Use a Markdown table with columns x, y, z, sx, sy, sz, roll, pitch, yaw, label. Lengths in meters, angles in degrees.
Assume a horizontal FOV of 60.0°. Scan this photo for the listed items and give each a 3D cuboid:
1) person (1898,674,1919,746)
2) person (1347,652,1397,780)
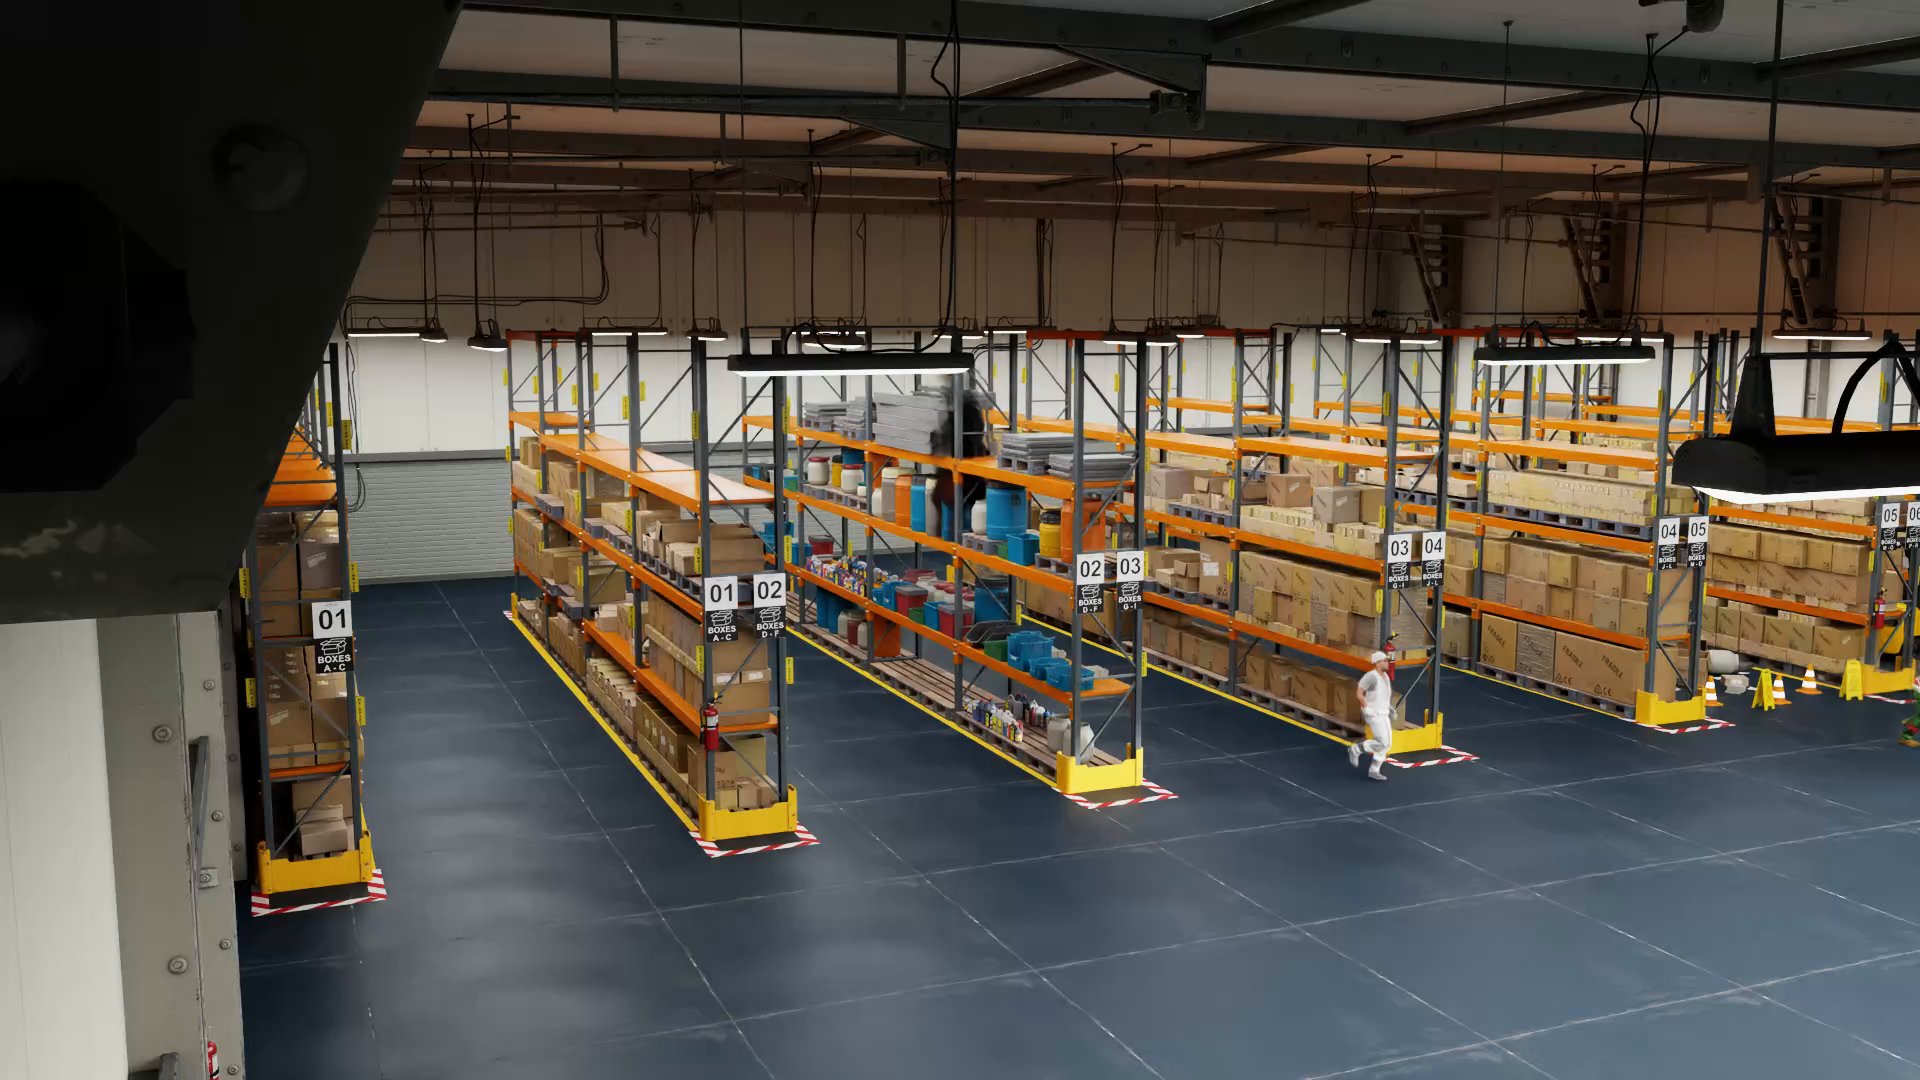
| x | y | z | sx | sy | sz | roll | pitch | yaw | label |
| --- | --- | --- | --- | --- | --- | --- | --- | --- | --- |
| 14.265 | 2.241 | 24.335 | 0.830 | 1.600 | 0.696 | 4 | 9 | 29 | person |
| 5.727 | 2.385 | 22.847 | 0.608 | 1.711 | 0.698 | 7 | 10 | 42 | person |
